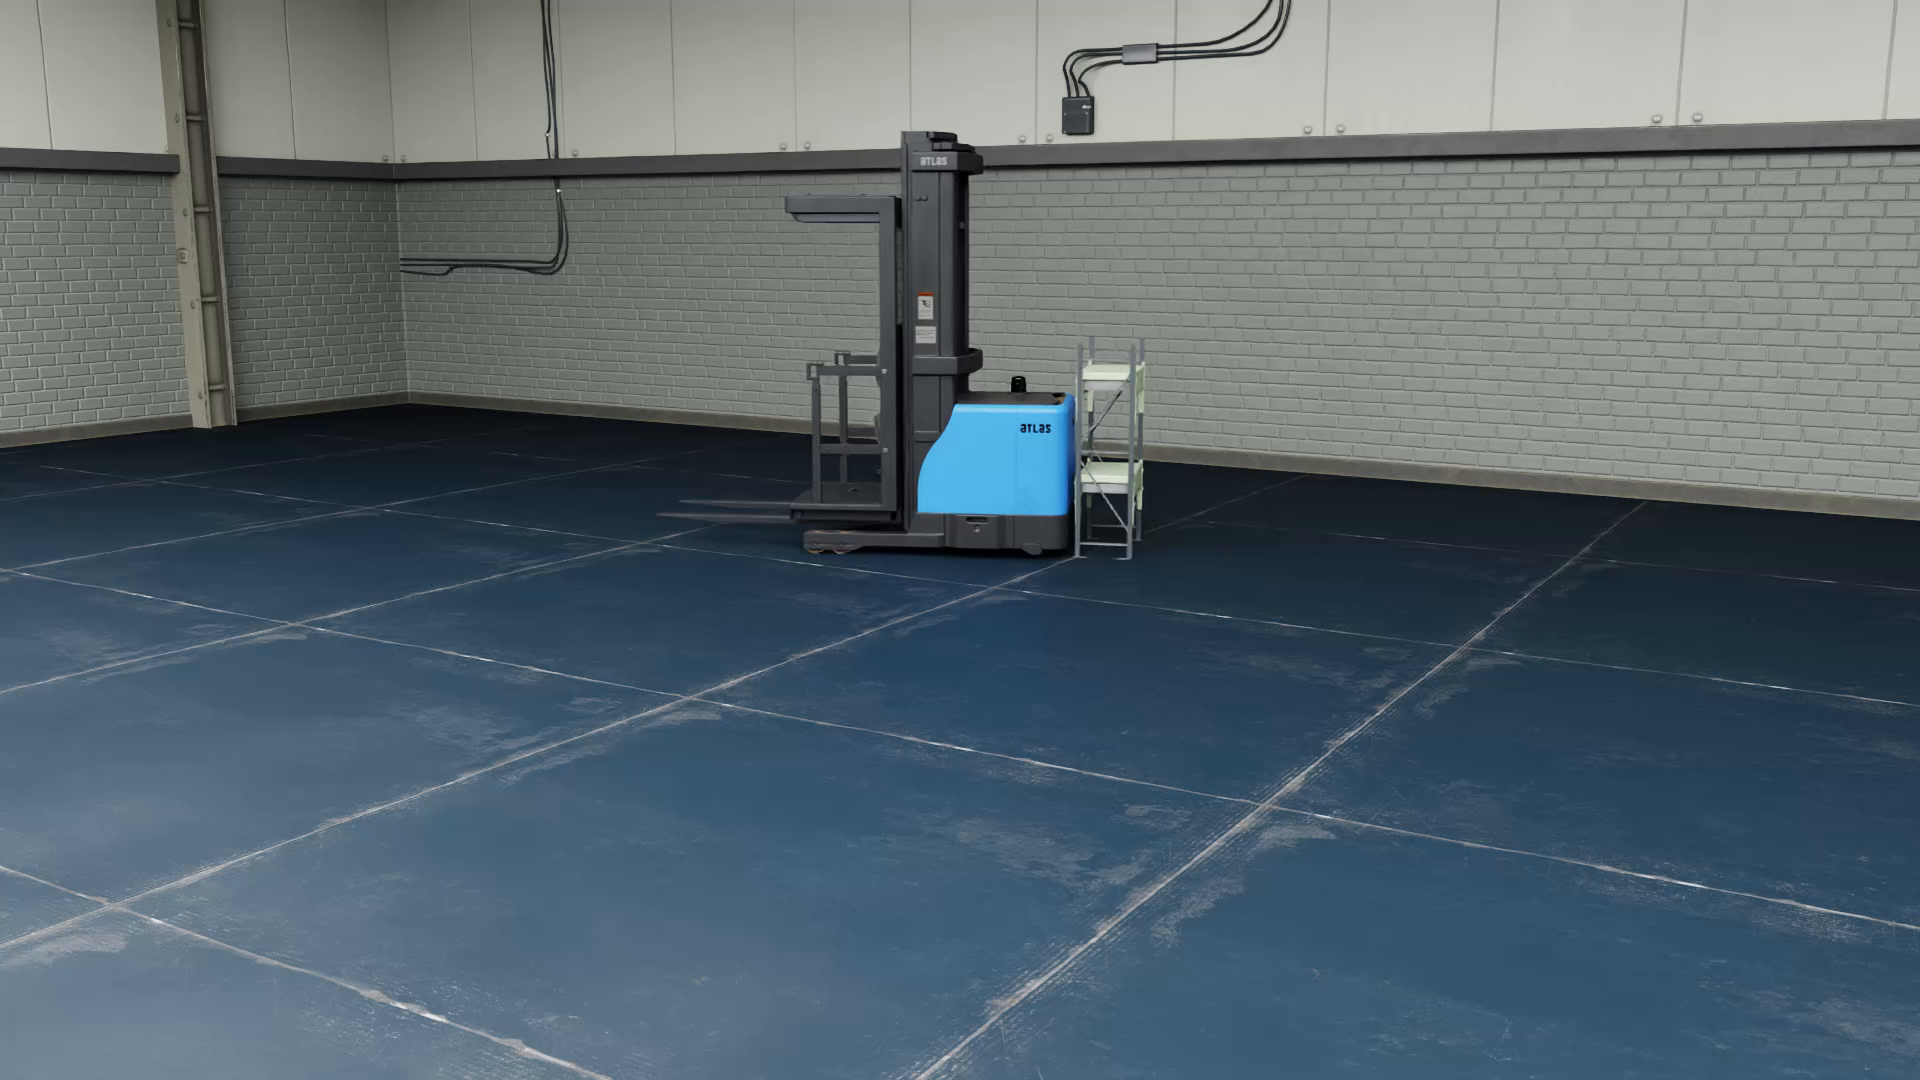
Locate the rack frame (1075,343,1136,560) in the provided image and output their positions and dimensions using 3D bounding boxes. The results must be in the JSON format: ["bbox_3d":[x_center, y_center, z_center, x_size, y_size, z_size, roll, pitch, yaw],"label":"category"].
[{"bbox_3d":[1.006,-0.607,11.533,0.400,1.500,0.023,2,11,11],"label":"rack frame"}]

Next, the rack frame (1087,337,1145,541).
[{"bbox_3d":[1.144,-0.739,12.240,0.400,1.500,0.023,2,11,11],"label":"rack frame"}]

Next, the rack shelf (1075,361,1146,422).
[{"bbox_3d":[1.075,-1.056,11.815,0.431,0.370,0.720,2,11,11],"label":"rack shelf"}]

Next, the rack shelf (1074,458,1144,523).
[{"bbox_3d":[1.075,-0.352,11.946,0.431,0.370,0.720,2,11,11],"label":"rack shelf"}]

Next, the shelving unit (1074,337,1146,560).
[{"bbox_3d":[1.075,-0.673,11.886,0.431,1.500,0.755,2,11,11],"label":"shelving unit"}]

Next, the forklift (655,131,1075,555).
[{"bbox_3d":[-0.686,-1.431,12.049,3.031,2.935,1.130,1,11,7],"label":"forklift"}]

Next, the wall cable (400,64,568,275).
[{"bbox_3d":[-6.096,-4.576,20.794,3.097,2.526,0.112,6,12,31],"label":"wall cable"}]

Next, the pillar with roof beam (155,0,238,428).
[{"bbox_3d":[-5.077,-5.354,16.511,9.100,9.000,0.400,6,12,31],"label":"pillar with roof beam"}]

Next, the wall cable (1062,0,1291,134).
[{"bbox_3d":[2.009,-6.864,15.337,2.305,6.003,0.169,6,12,31],"label":"wall cable"}]

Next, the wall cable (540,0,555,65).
[{"bbox_3d":[-3.784,-6.800,18.949,3.097,2.526,0.112,6,12,31],"label":"wall cable"}]
